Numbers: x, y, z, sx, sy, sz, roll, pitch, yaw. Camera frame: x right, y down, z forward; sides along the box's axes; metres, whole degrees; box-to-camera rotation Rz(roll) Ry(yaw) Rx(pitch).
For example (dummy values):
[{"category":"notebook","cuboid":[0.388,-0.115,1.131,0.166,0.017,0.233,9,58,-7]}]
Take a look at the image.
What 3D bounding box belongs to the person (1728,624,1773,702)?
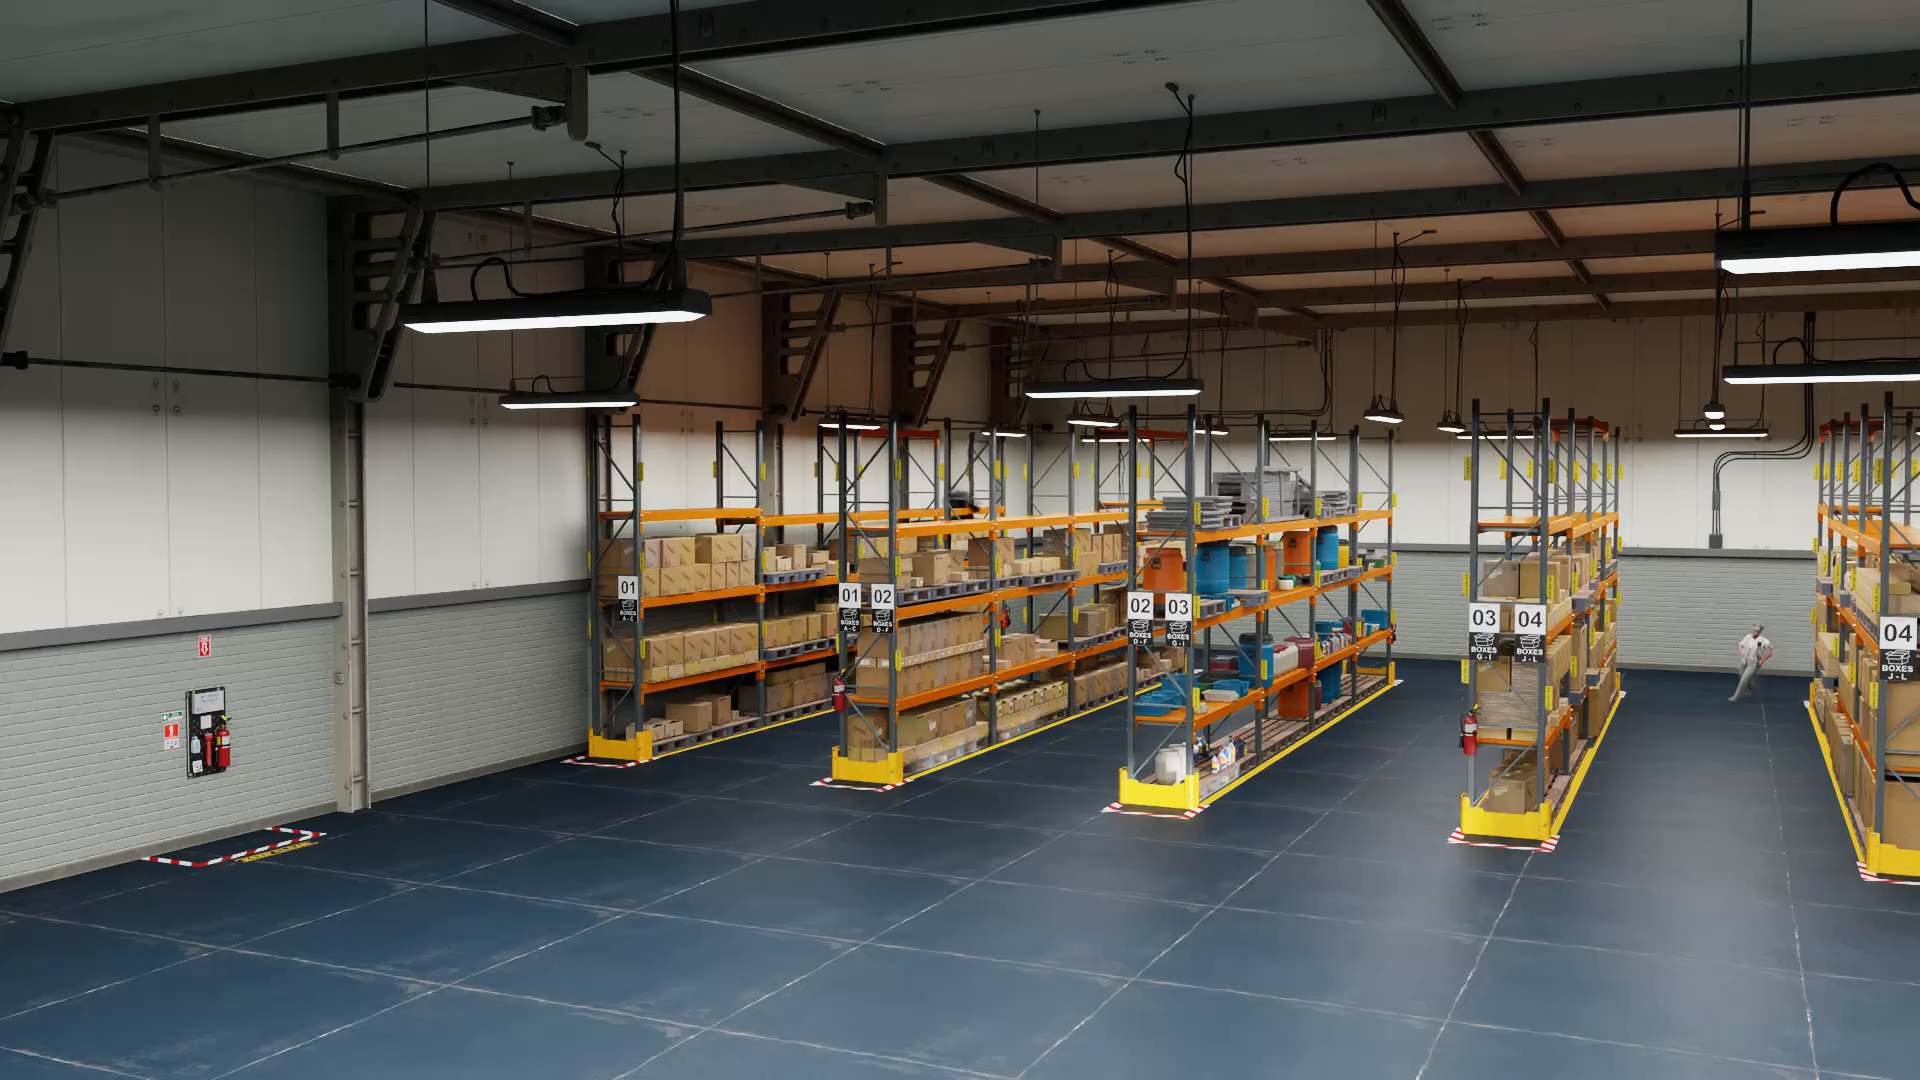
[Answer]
[{"category":"person","cuboid":[17.267,2.665,36.200,0.966,1.700,0.735,-2,3,-35]}]
